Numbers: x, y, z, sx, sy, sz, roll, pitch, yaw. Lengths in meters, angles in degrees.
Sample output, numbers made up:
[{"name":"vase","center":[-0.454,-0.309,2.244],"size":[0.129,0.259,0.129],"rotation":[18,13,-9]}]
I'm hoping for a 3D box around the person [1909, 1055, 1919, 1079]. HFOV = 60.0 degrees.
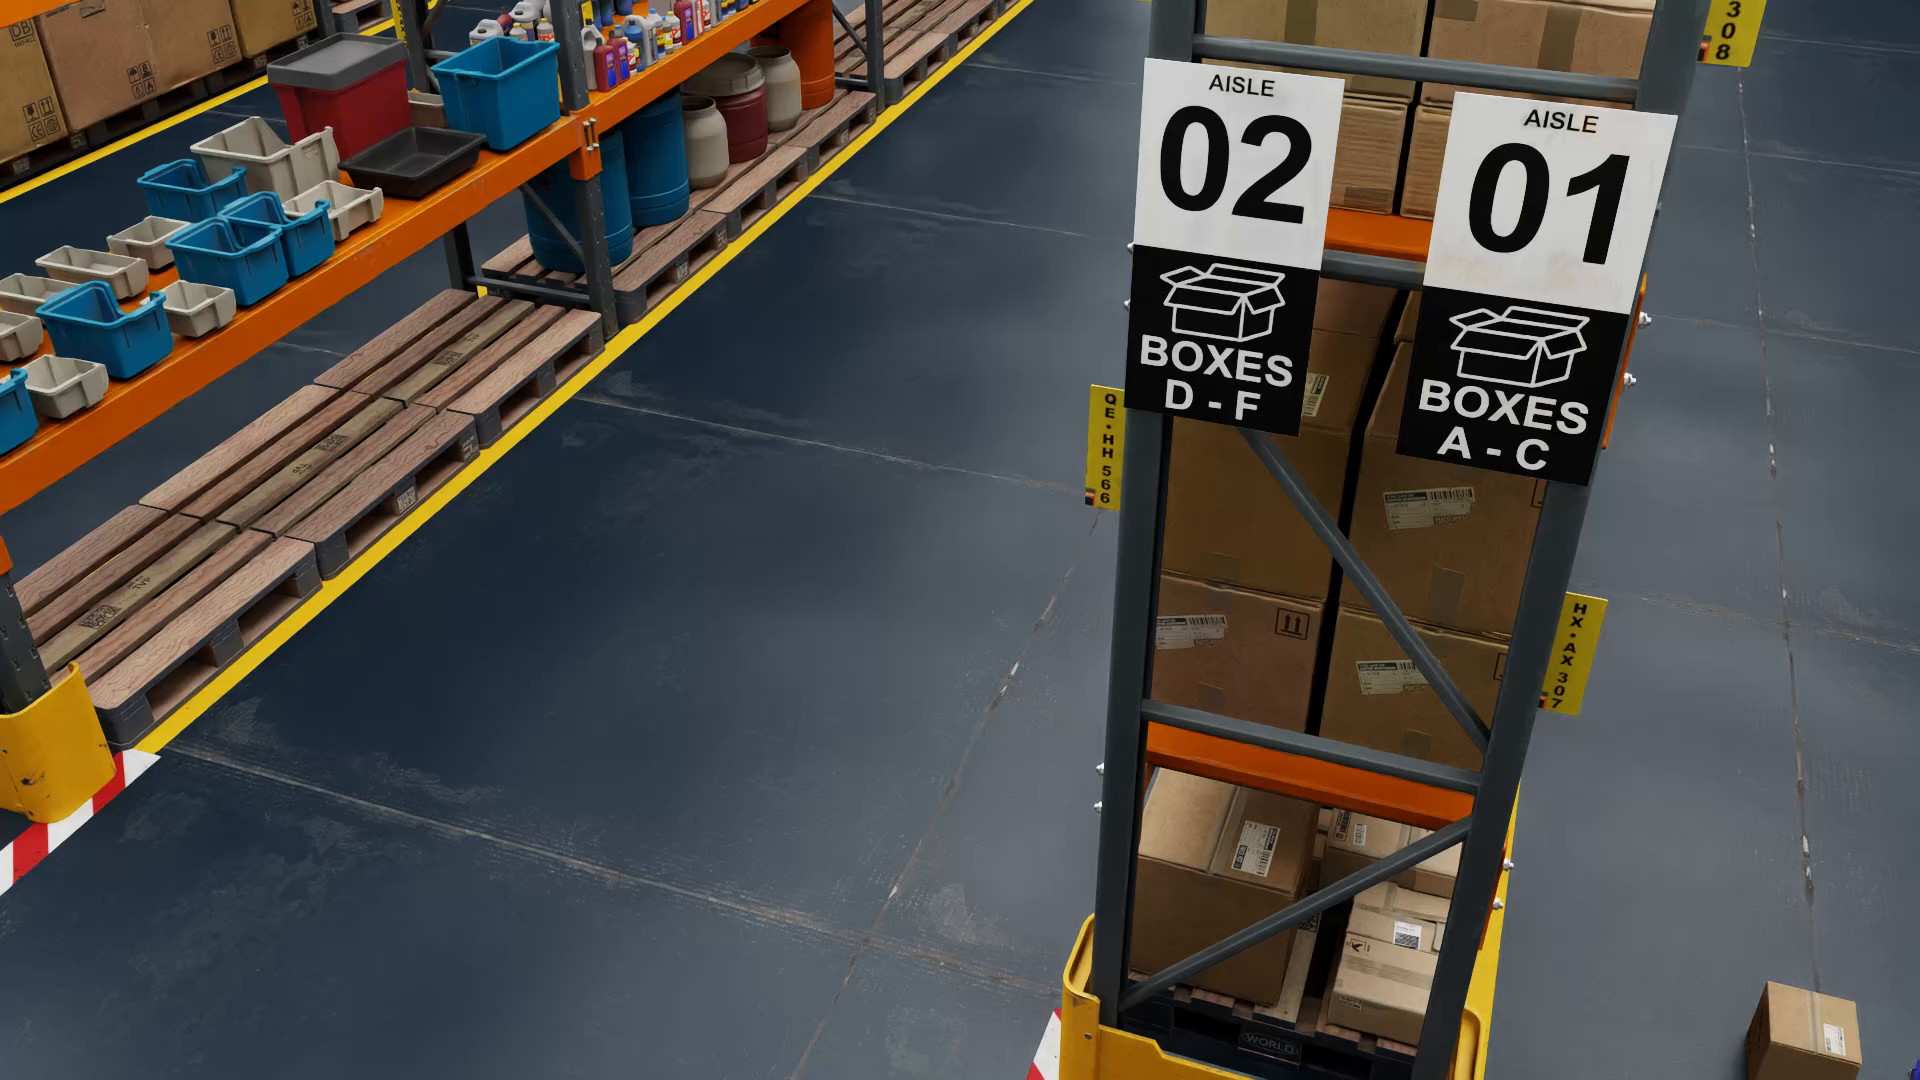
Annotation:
[{"name":"person","center":[2.256,1.619,3.705],"size":[0.922,1.602,0.541],"rotation":[-24,41,-32]}]
